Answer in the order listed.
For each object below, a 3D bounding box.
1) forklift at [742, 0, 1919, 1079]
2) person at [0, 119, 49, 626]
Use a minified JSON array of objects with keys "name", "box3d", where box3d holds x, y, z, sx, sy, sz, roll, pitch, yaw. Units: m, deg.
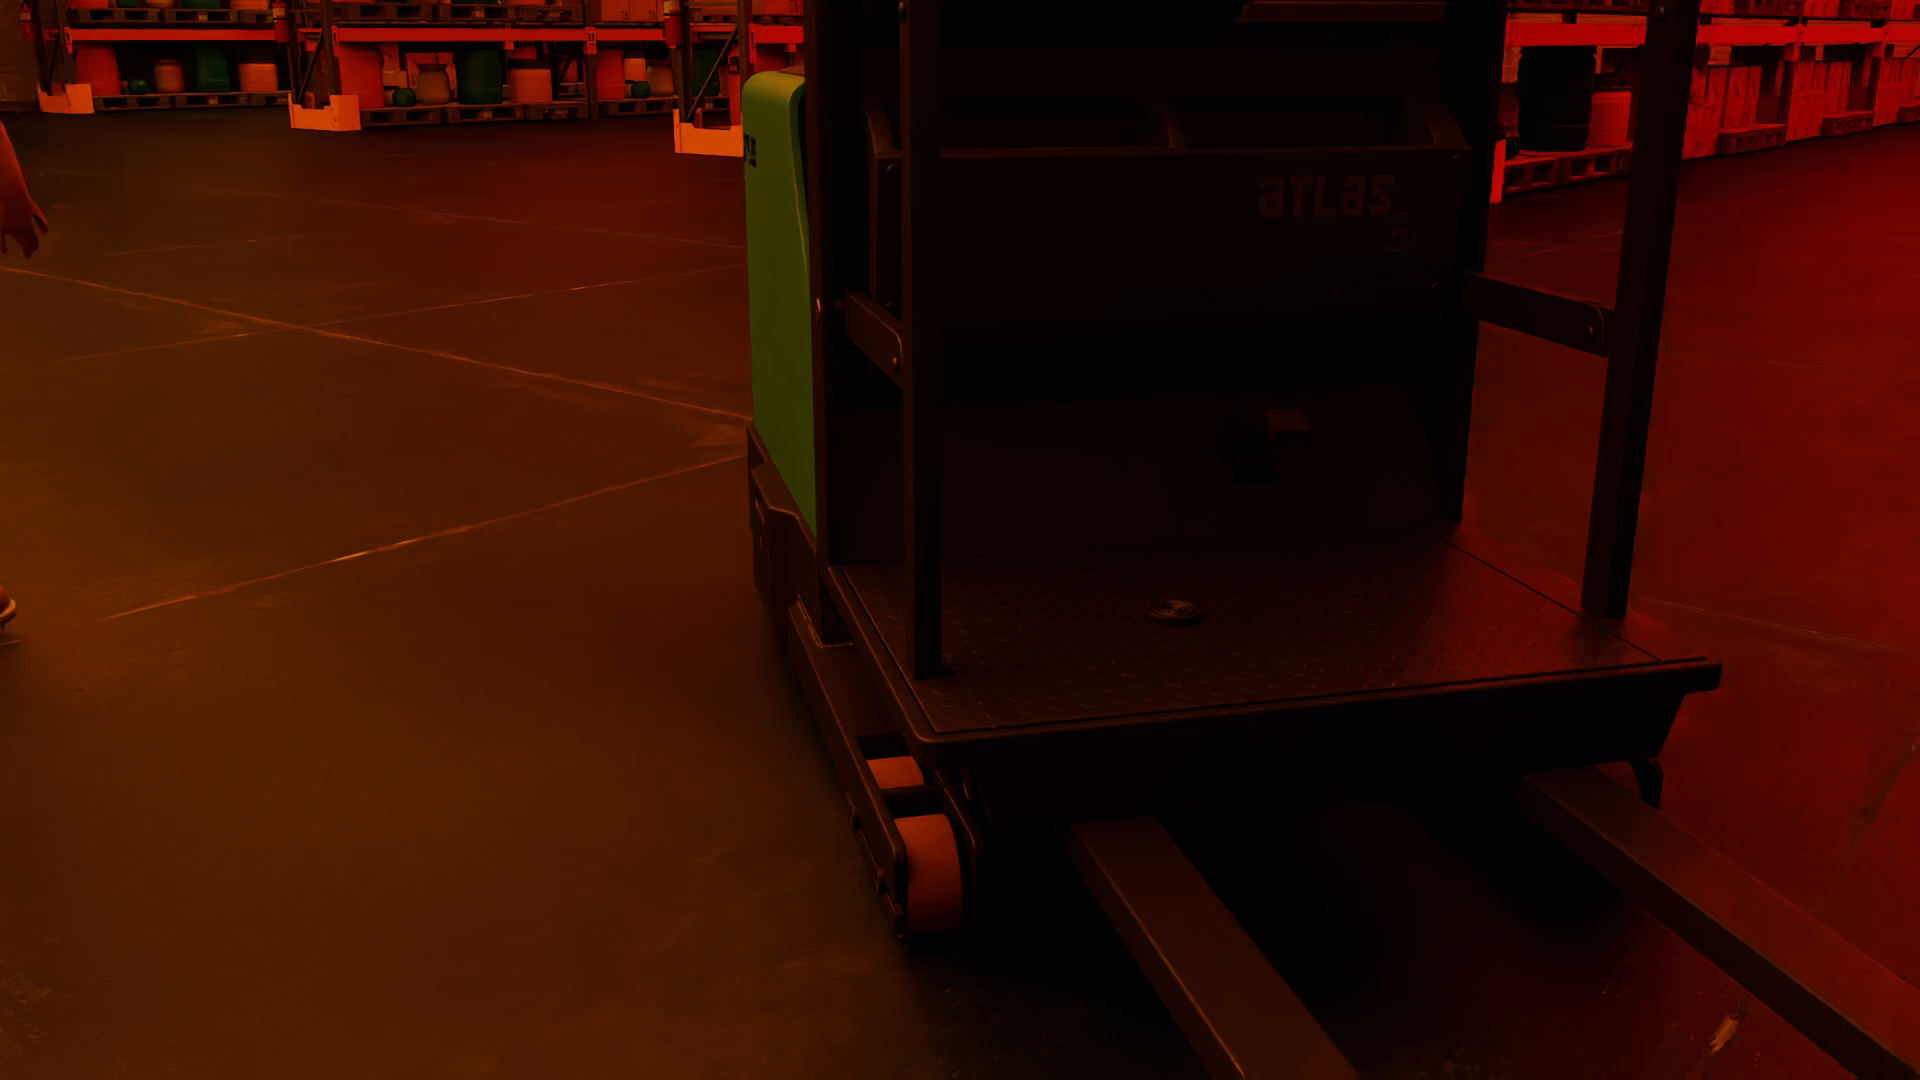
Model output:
[{"name":"forklift","box3d":[0.369,-0.996,2.177,1.130,2.935,3.031,-4,17,-13]},{"name":"person","box3d":[-2.092,-0.475,2.836,0.514,1.621,0.891,12,21,35]}]
